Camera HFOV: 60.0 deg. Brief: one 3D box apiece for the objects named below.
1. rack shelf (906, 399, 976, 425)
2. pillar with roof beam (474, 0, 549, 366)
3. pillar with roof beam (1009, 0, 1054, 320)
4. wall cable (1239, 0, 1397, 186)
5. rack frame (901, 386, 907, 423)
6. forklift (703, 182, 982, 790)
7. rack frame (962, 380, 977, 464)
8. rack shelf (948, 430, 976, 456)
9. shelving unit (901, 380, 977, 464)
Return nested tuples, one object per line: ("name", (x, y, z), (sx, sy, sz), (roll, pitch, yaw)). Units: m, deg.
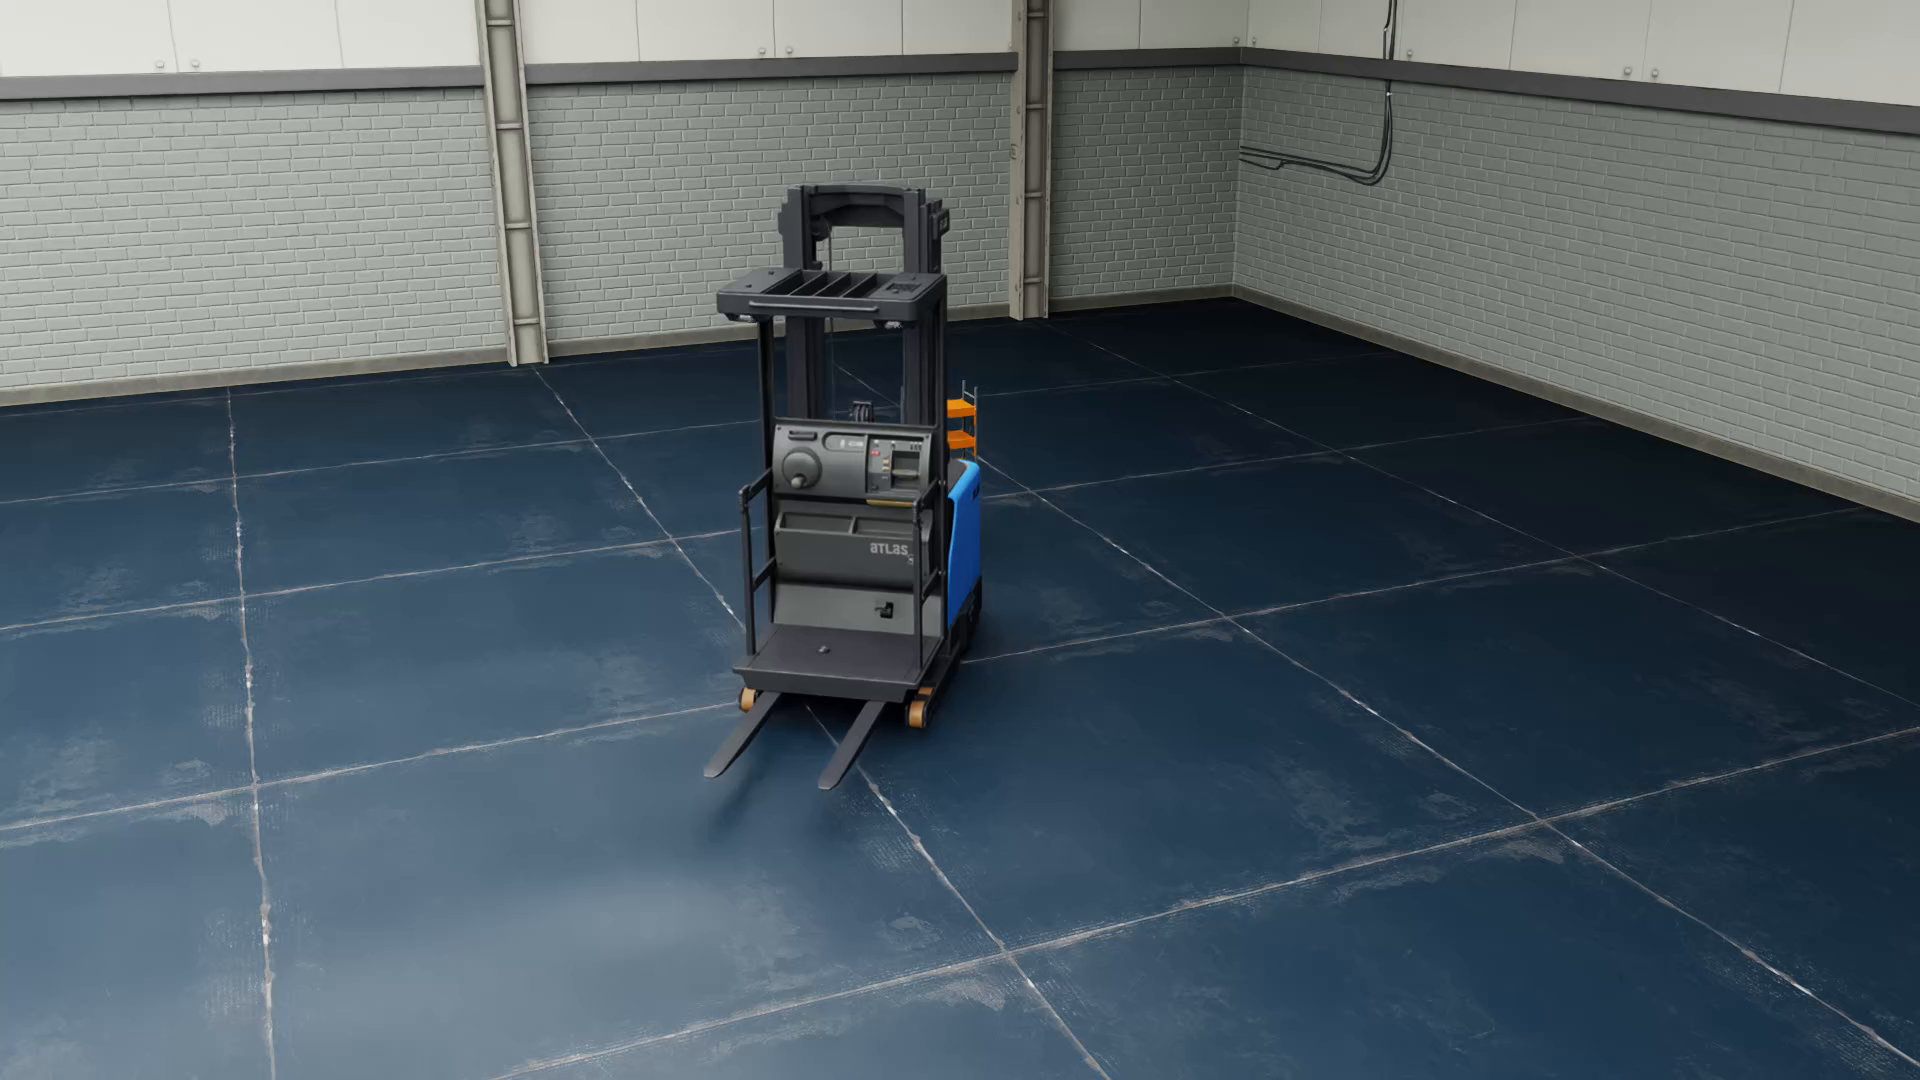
("rack shelf", (-0.152, -0.915, 12.130), (0.480, 0.148, 0.258), (-8, 21, -22))
("pillar with roof beam", (-2.970, -4.864, 12.785), (0.400, 9.000, 9.100), (-8, 21, -22))
("pillar with roof beam", (2.539, -5.653, 15.027), (0.400, 9.000, 9.100), (-8, 21, -22))
("wall cable", (4.063, -5.485, 19.227), (0.112, 2.526, 3.097), (-8, 21, -22))
("rack frame", (-0.376, -0.512, 12.170), (0.015, 1.200, 0.240), (-8, 21, -22))
("forklift", (-0.663, -0.440, 9.359), (1.130, 2.935, 3.031), (4, 20, 11))
("rack frame", (0.072, -0.576, 12.352), (0.015, 1.200, 0.240), (-8, 21, -22))
("rack shelf", (-0.152, -0.692, 12.209), (0.480, 0.148, 0.258), (-8, 21, -22))
("shelving unit", (-0.152, -0.544, 12.261), (0.503, 1.200, 0.258), (-8, 21, -22))
